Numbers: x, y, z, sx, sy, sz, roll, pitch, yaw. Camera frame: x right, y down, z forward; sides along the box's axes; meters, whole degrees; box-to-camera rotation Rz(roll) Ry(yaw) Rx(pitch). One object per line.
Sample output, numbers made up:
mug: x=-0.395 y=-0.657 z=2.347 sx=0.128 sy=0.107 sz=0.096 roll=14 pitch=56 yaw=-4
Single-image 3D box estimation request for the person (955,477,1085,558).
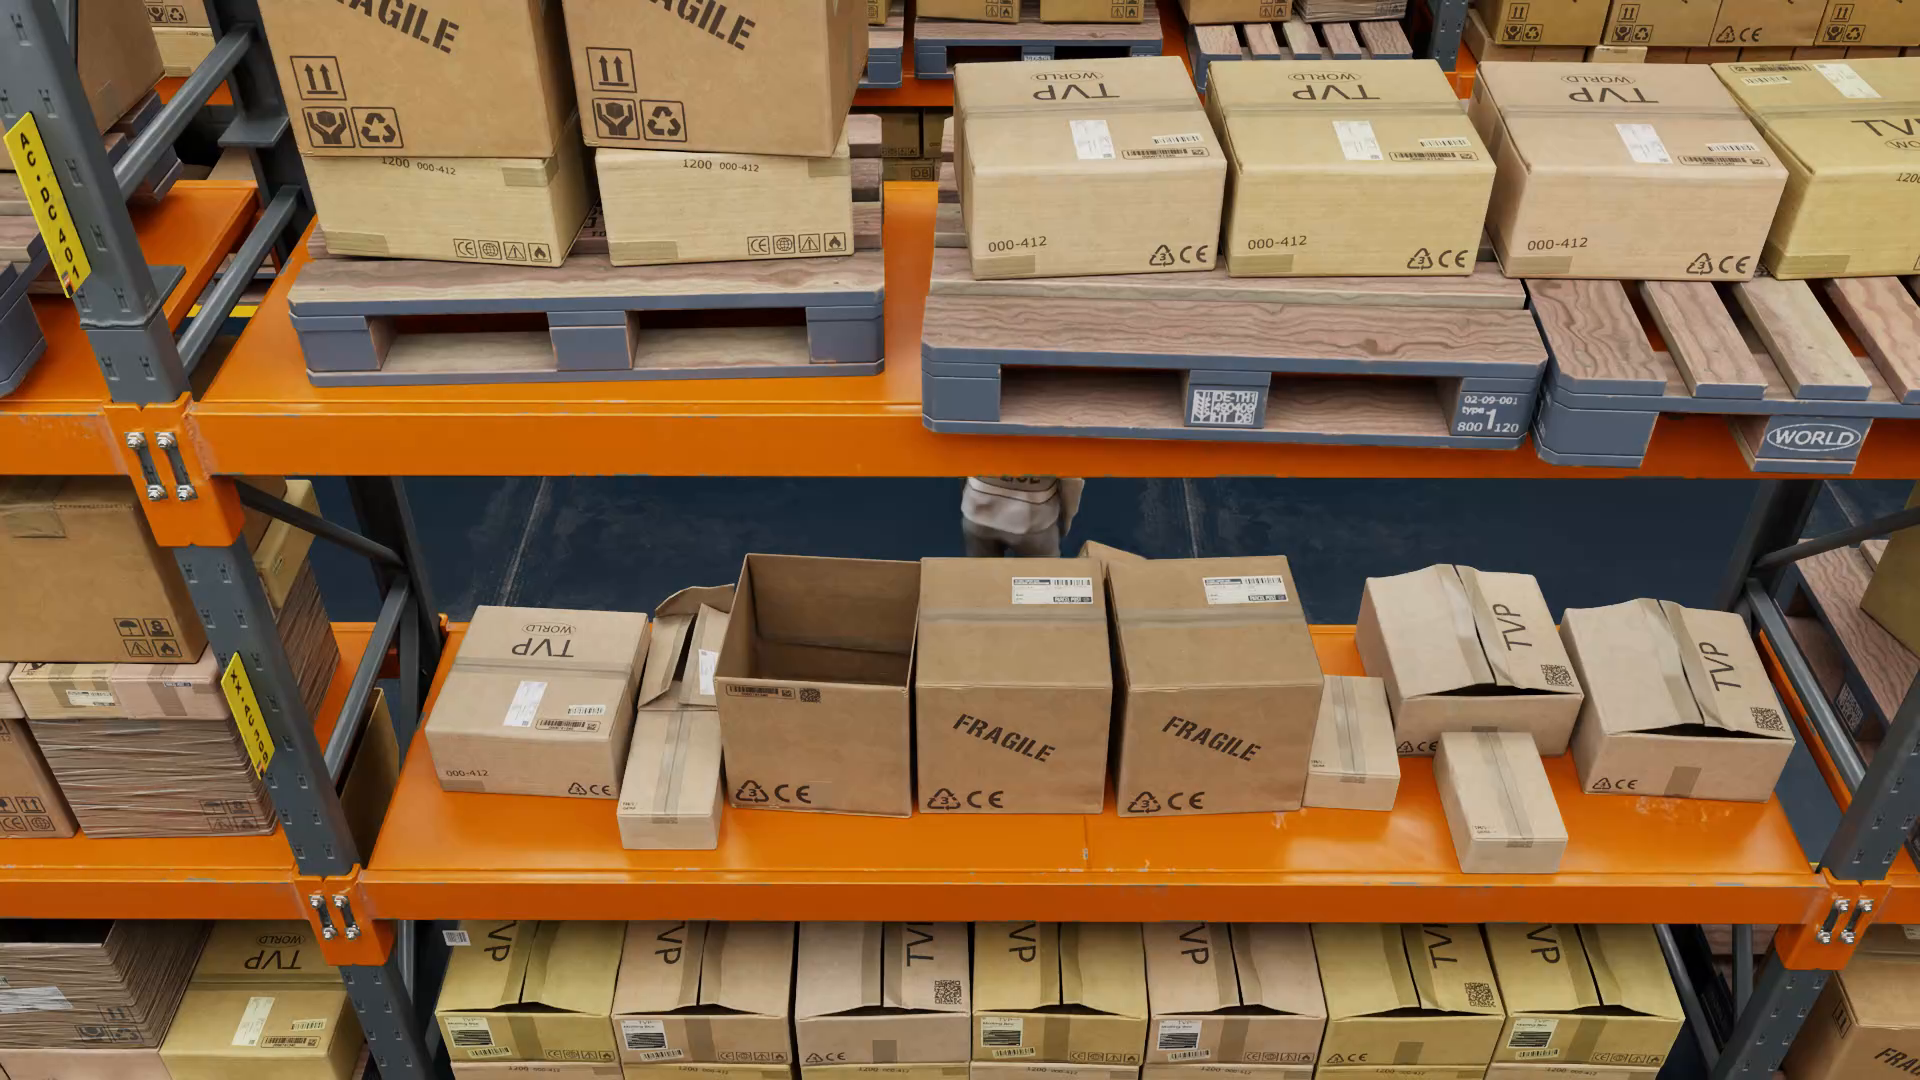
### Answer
person: x=0.237 y=-0.101 z=6.228 sx=0.534 sy=1.697 sz=0.415 roll=10 pitch=41 yaw=12
